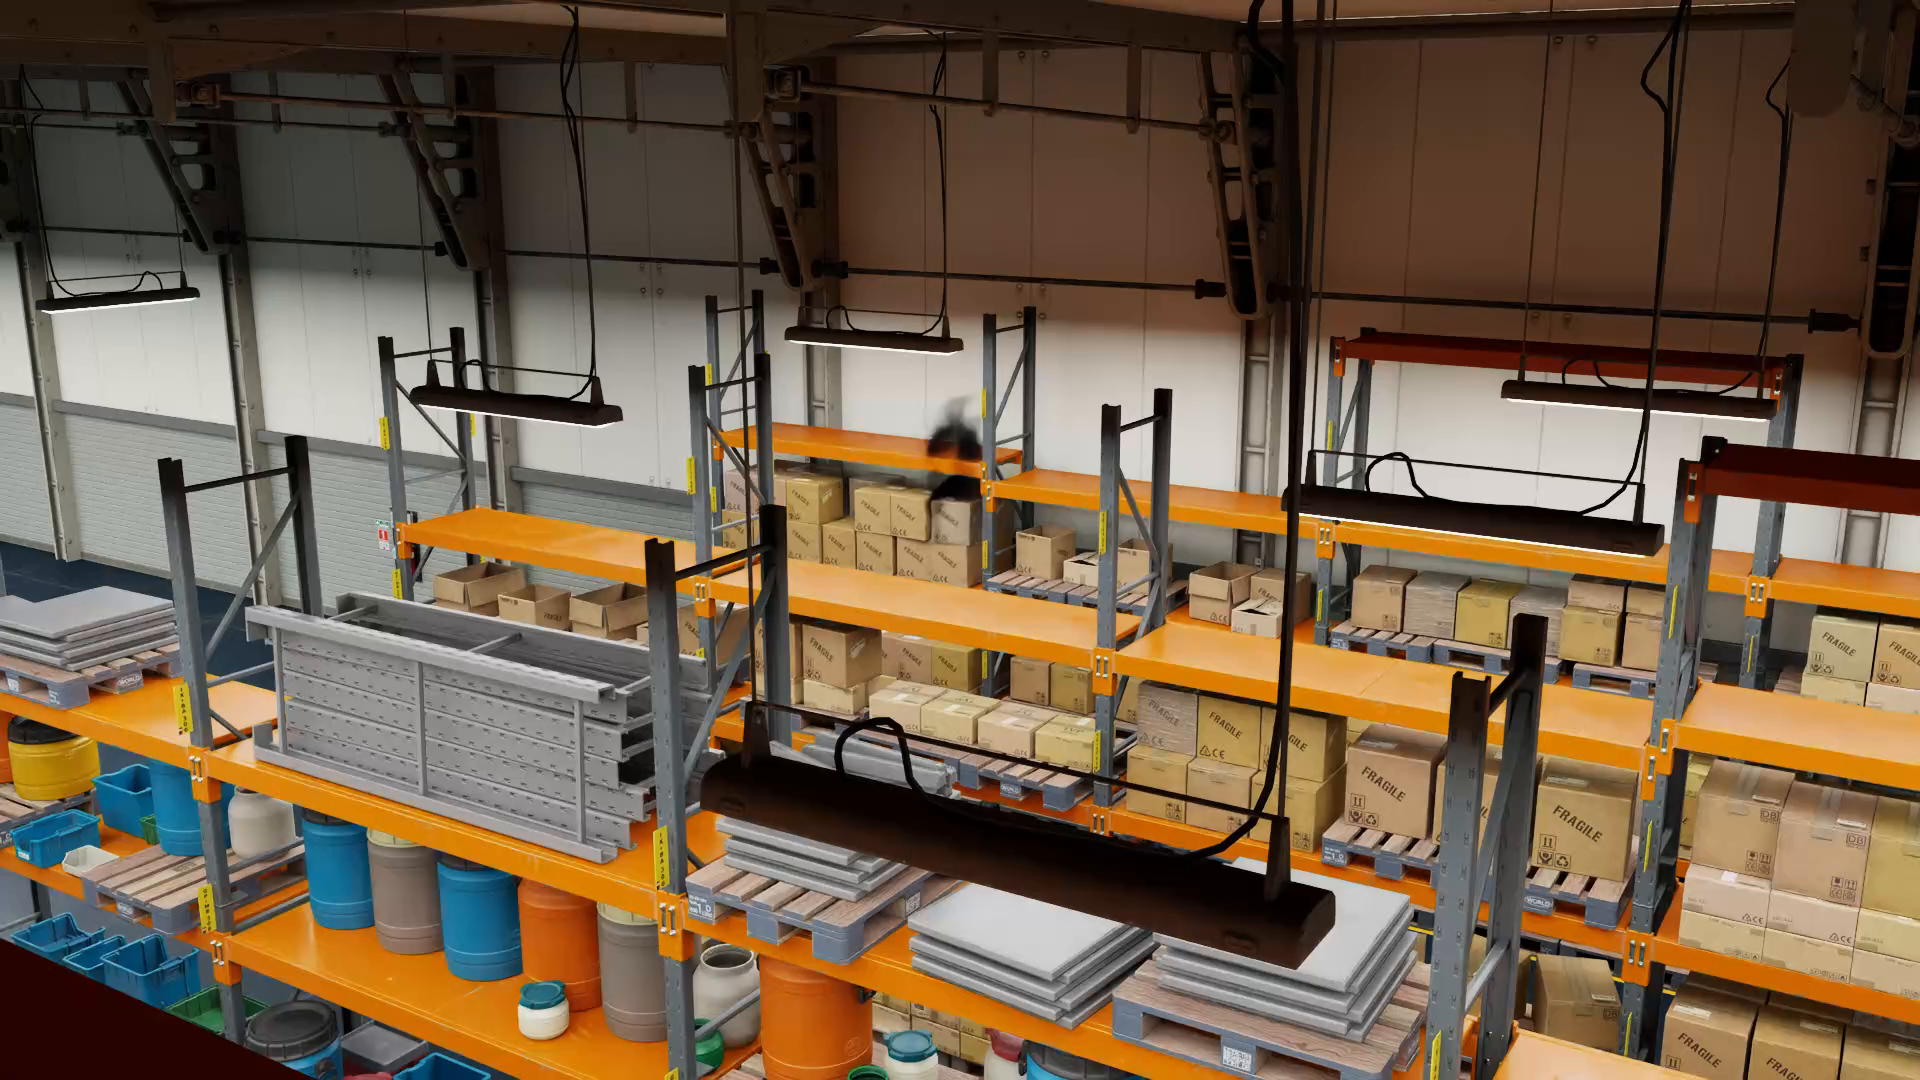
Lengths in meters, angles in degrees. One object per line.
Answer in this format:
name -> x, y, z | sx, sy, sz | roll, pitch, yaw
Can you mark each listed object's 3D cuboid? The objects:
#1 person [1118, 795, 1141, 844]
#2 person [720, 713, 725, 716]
person -> 1.788, 3.118, 16.515 | 0.547, 1.620, 0.599 | 7, 15, 26
person -> -2.767, 2.538, 18.340 | 0.733, 1.783, 0.671 | 8, 16, 29
